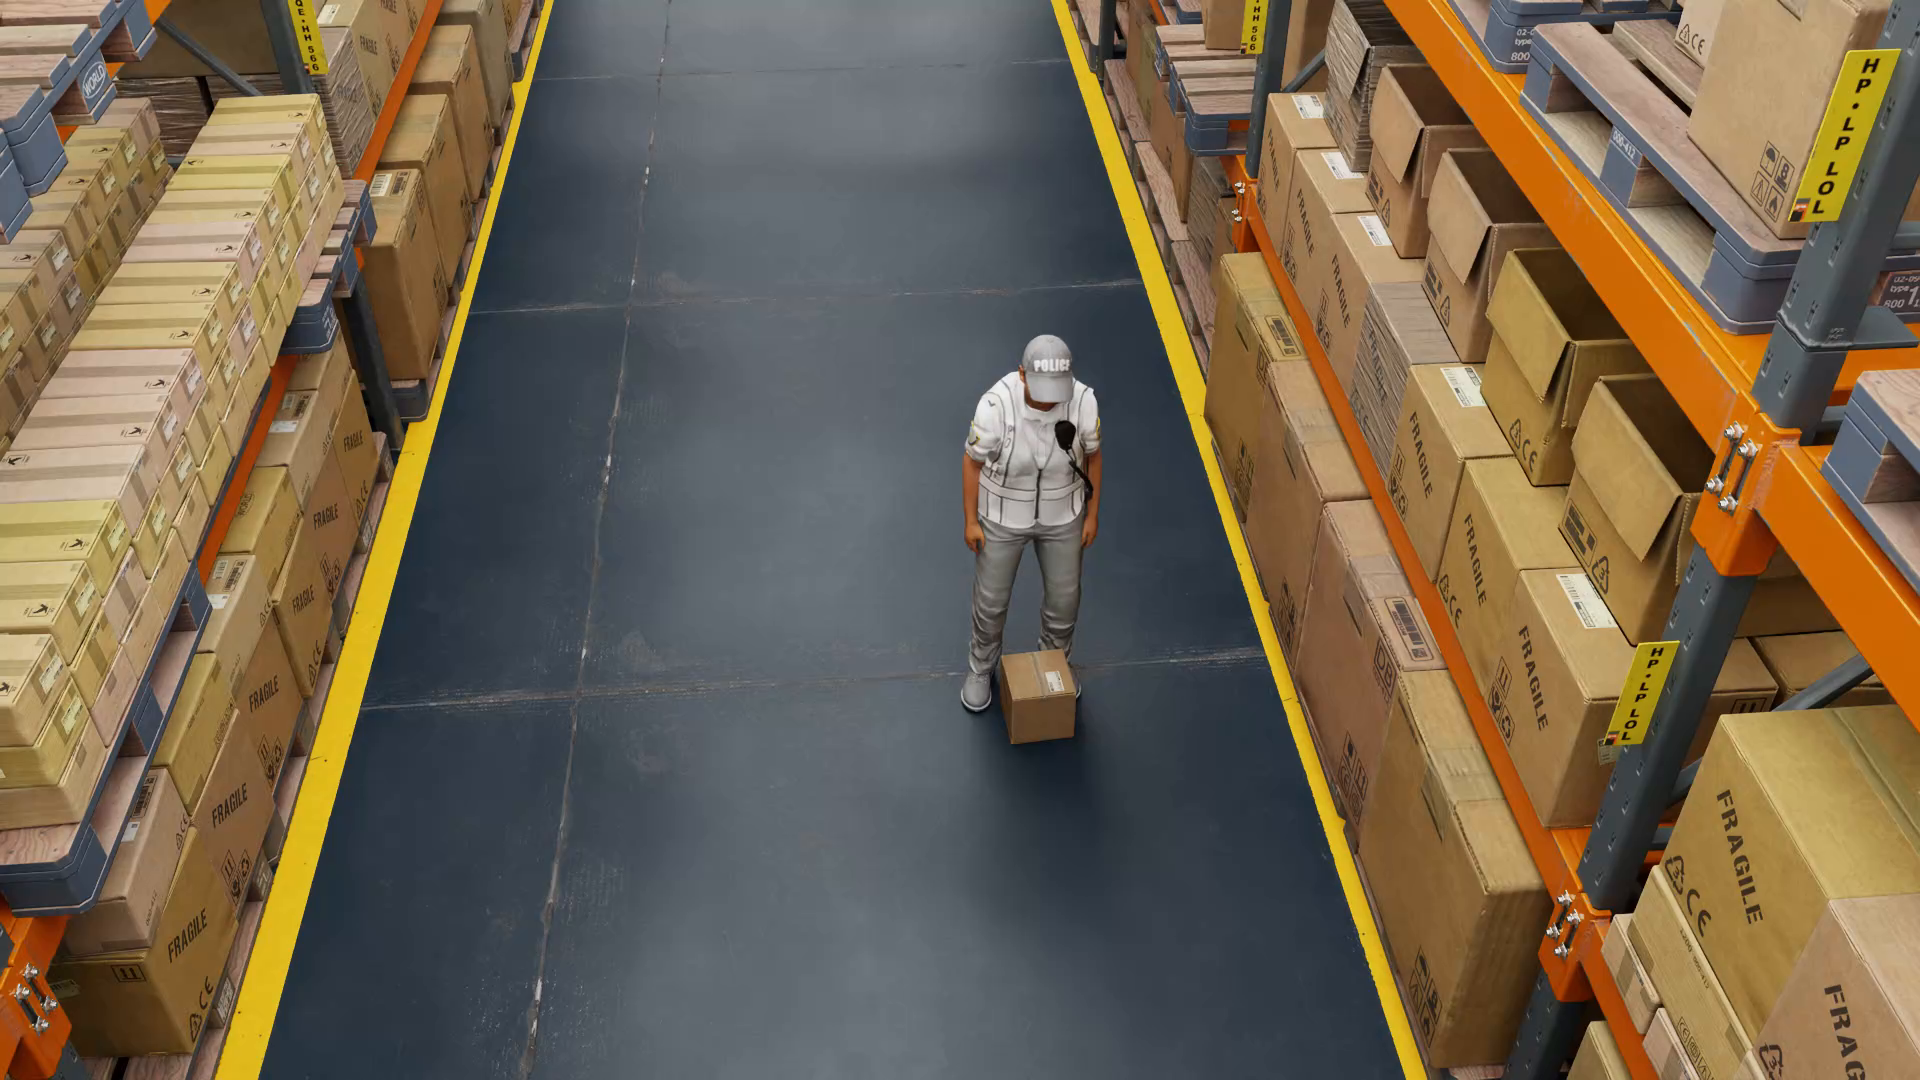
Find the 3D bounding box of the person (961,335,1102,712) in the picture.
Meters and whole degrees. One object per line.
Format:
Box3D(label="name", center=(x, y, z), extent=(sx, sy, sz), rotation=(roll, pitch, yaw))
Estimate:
Box3D(label="person", center=(0.263, -0.074, 6.240), extent=(0.540, 1.665, 0.467), rotation=(-4, 40, -5))
